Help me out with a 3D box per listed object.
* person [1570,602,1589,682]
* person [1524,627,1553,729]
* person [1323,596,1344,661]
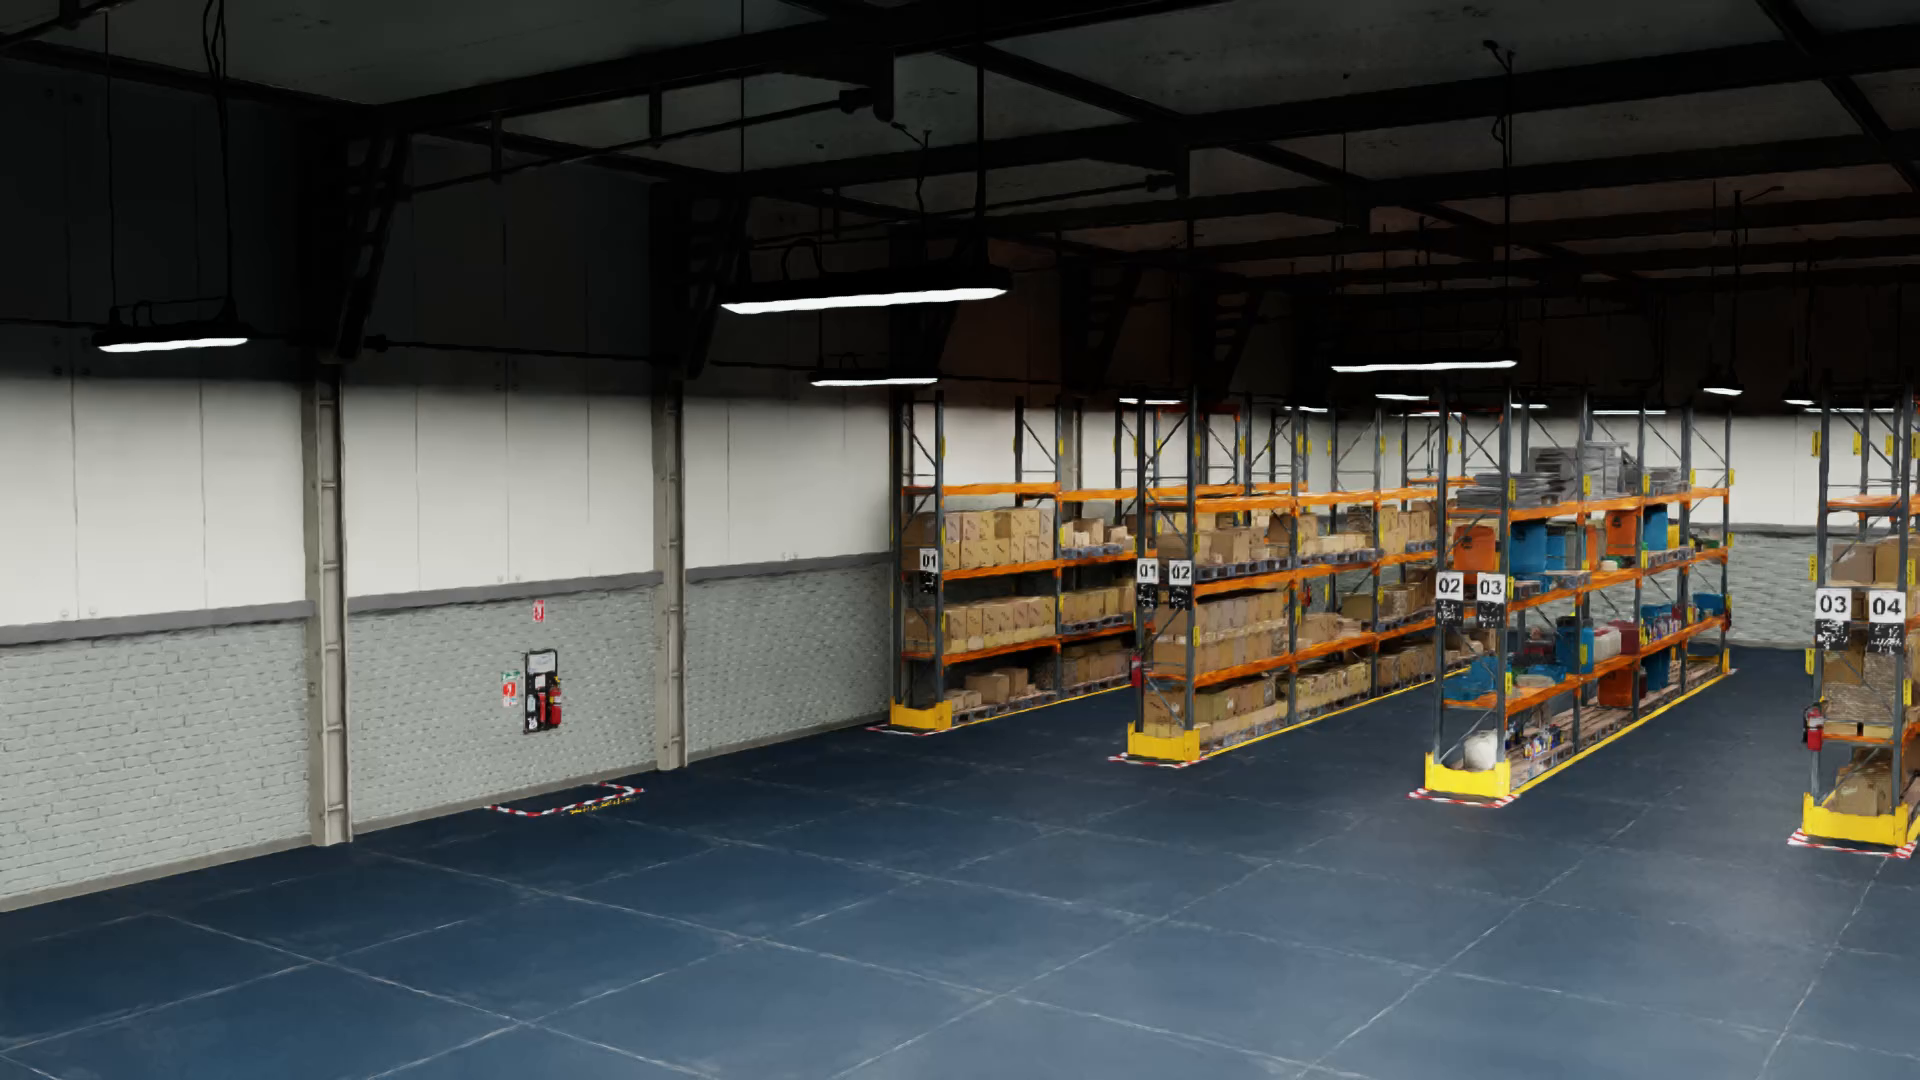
[{"bbox_3d":[13.010,2.140,34.852,0.452,1.768,0.632,0,3,4],"label":"person"},{"bbox_3d":[9.861,2.348,28.304,0.506,1.725,0.609,2,4,27],"label":"person"},{"bbox_3d":[8.426,2.072,37.356,0.677,1.674,0.534,2,4,34],"label":"person"}]
